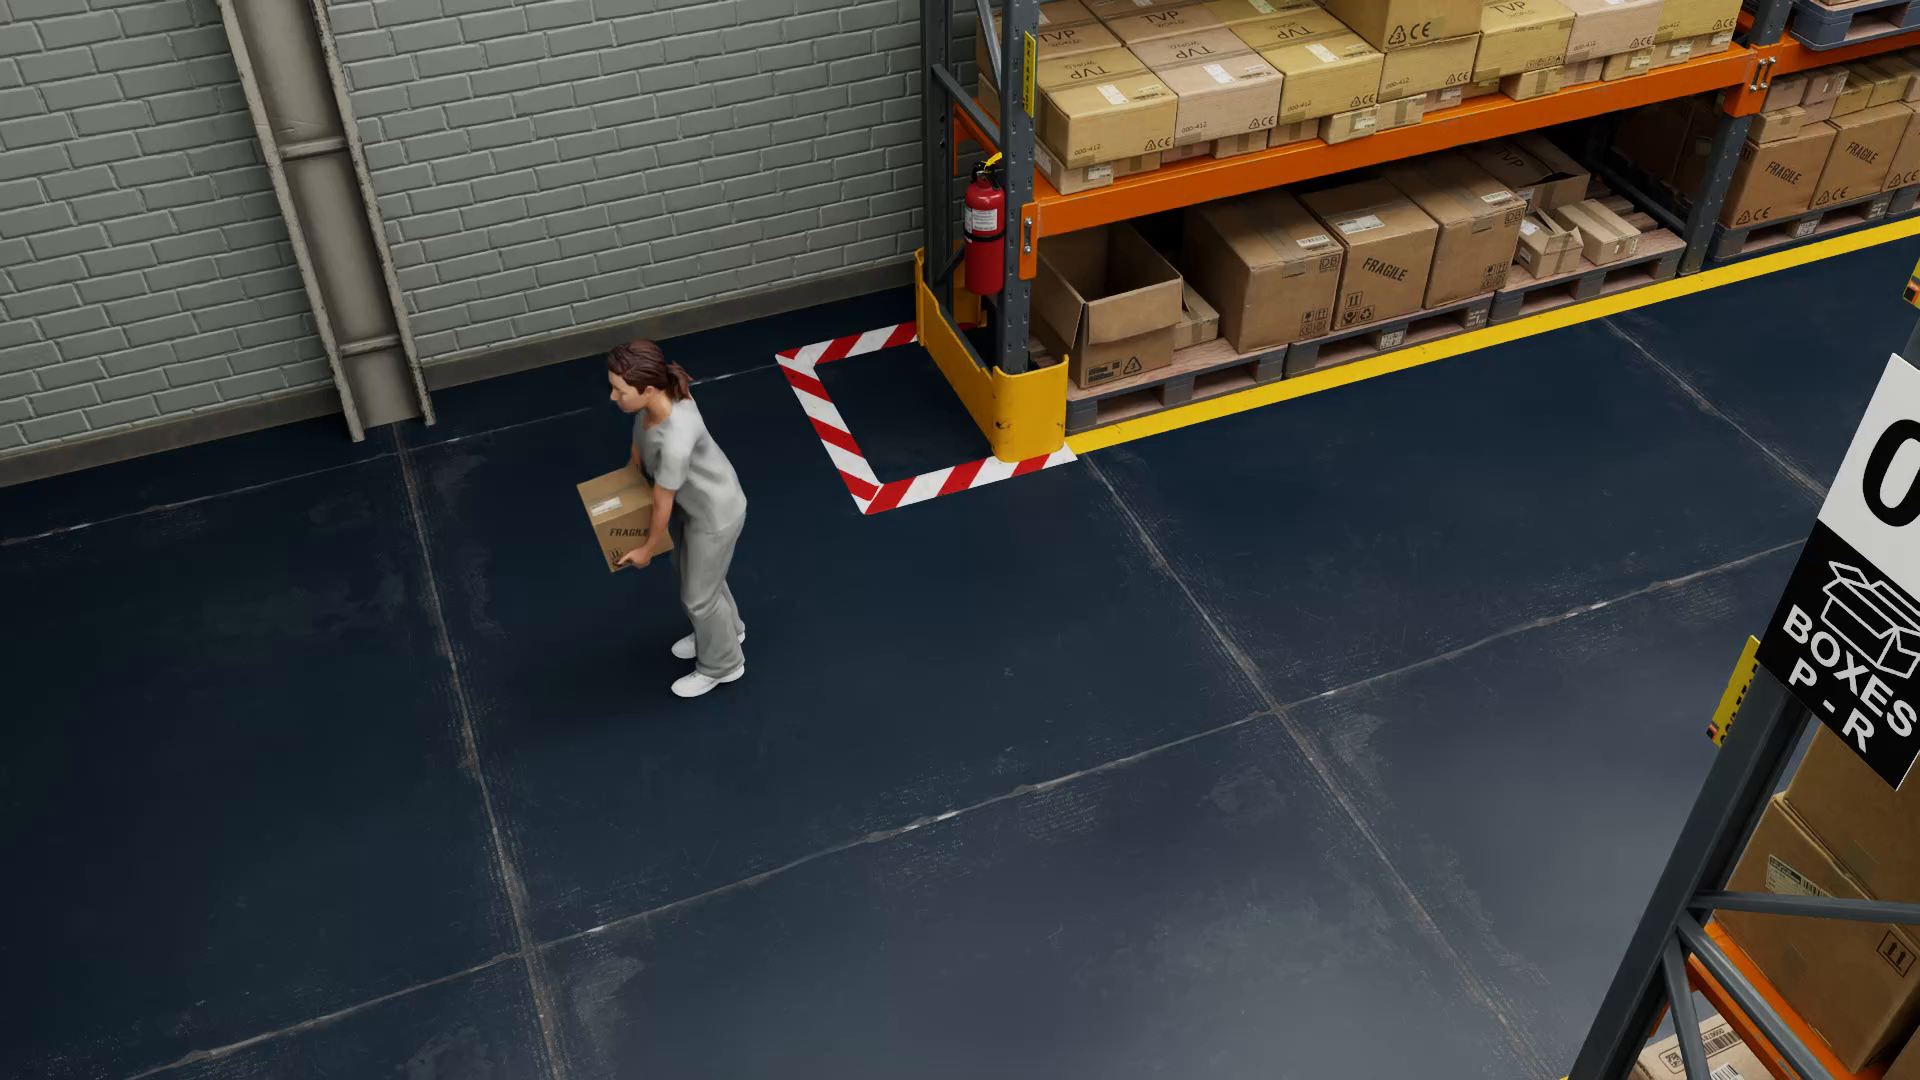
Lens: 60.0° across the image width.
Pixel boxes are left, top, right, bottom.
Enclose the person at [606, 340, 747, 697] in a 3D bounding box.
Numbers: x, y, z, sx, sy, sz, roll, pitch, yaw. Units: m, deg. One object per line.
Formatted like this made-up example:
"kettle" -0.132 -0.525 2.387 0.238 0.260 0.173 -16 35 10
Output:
"person" -1.068 -0.074 6.271 0.528 1.644 0.408 -16 44 -17
